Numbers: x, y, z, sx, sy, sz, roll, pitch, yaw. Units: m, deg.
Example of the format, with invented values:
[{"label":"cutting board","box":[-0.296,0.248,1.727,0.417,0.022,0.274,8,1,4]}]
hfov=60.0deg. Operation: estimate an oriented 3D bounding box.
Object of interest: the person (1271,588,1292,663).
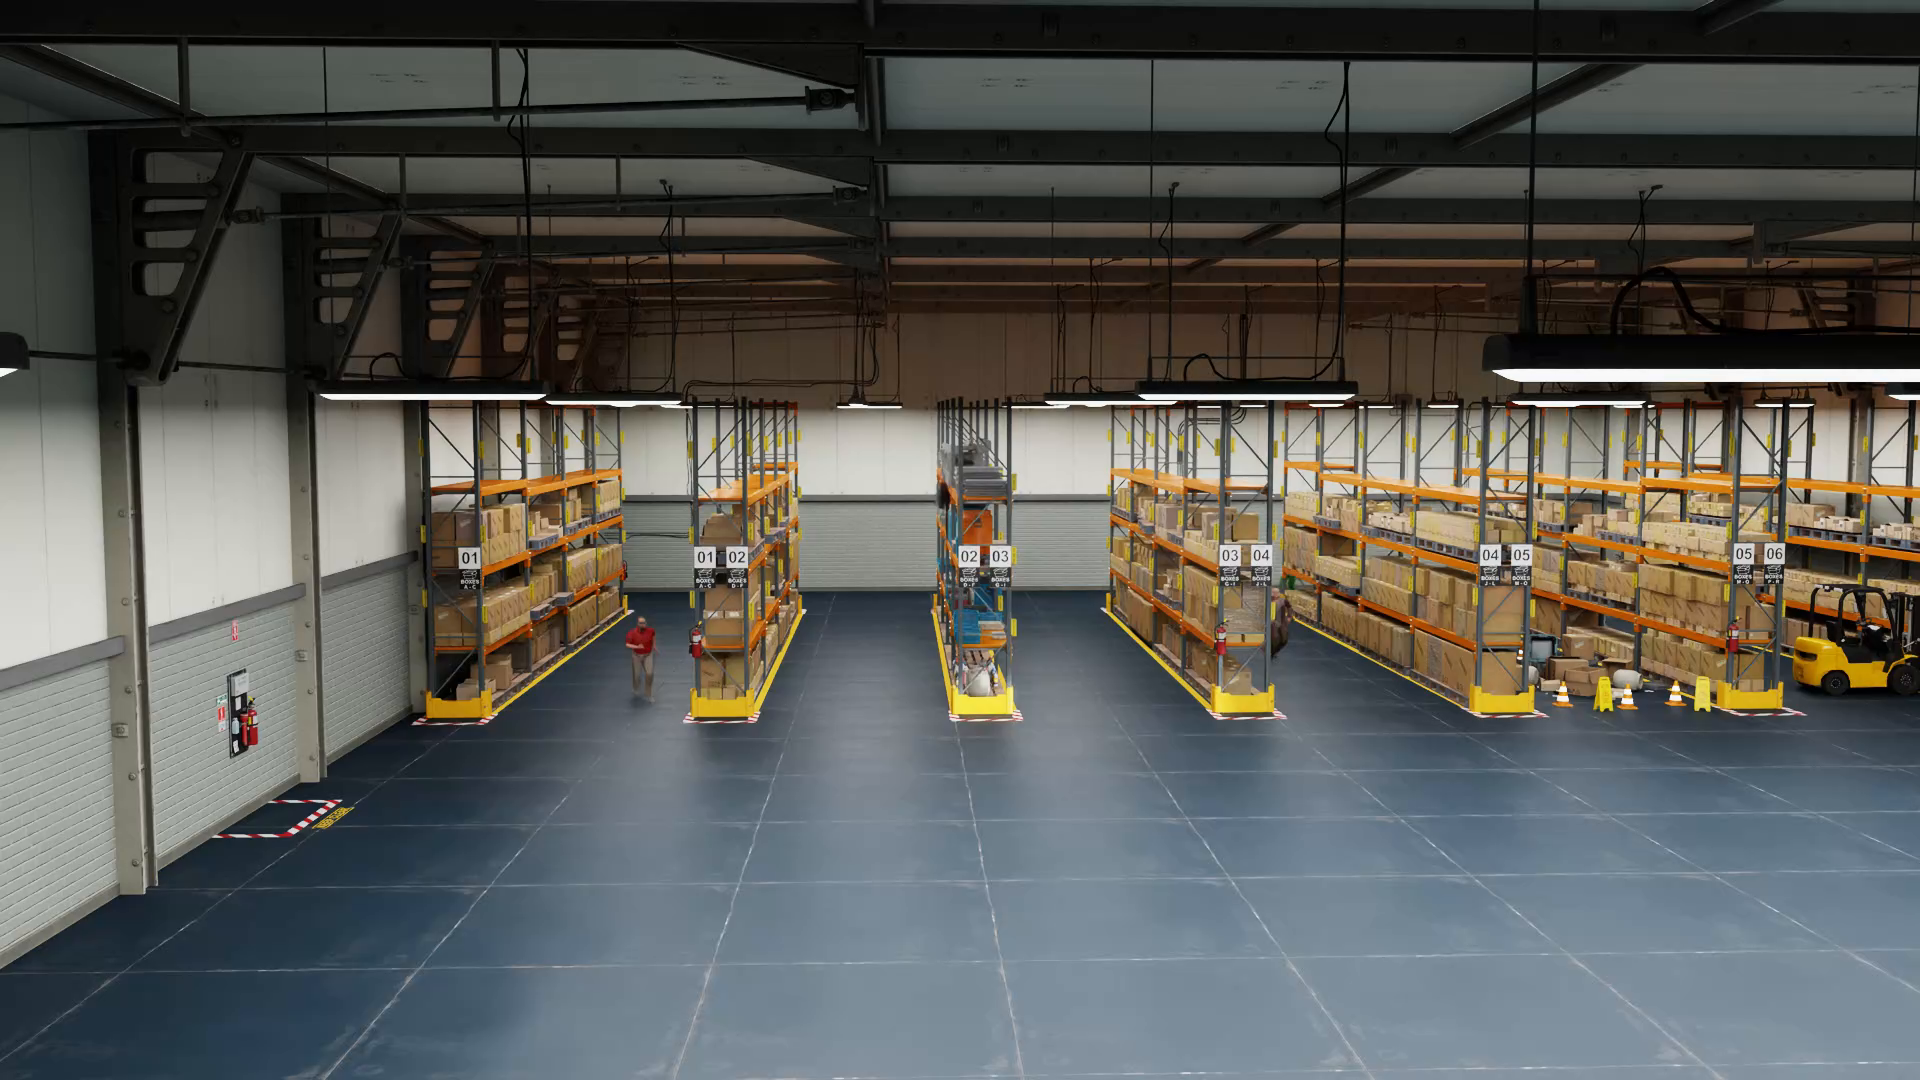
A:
[{"label":"person","box":[7.201,1.987,37.674,0.756,1.655,0.759,-1,4,-7]}]

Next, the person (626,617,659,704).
[{"label":"person","box":[-6.289,2.347,32.904,0.667,1.707,1.000,-1,5,-18]}]

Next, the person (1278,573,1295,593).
[{"label":"person","box":[9.845,1.040,49.391,0.691,1.814,0.684,-3,6,-37]}]
